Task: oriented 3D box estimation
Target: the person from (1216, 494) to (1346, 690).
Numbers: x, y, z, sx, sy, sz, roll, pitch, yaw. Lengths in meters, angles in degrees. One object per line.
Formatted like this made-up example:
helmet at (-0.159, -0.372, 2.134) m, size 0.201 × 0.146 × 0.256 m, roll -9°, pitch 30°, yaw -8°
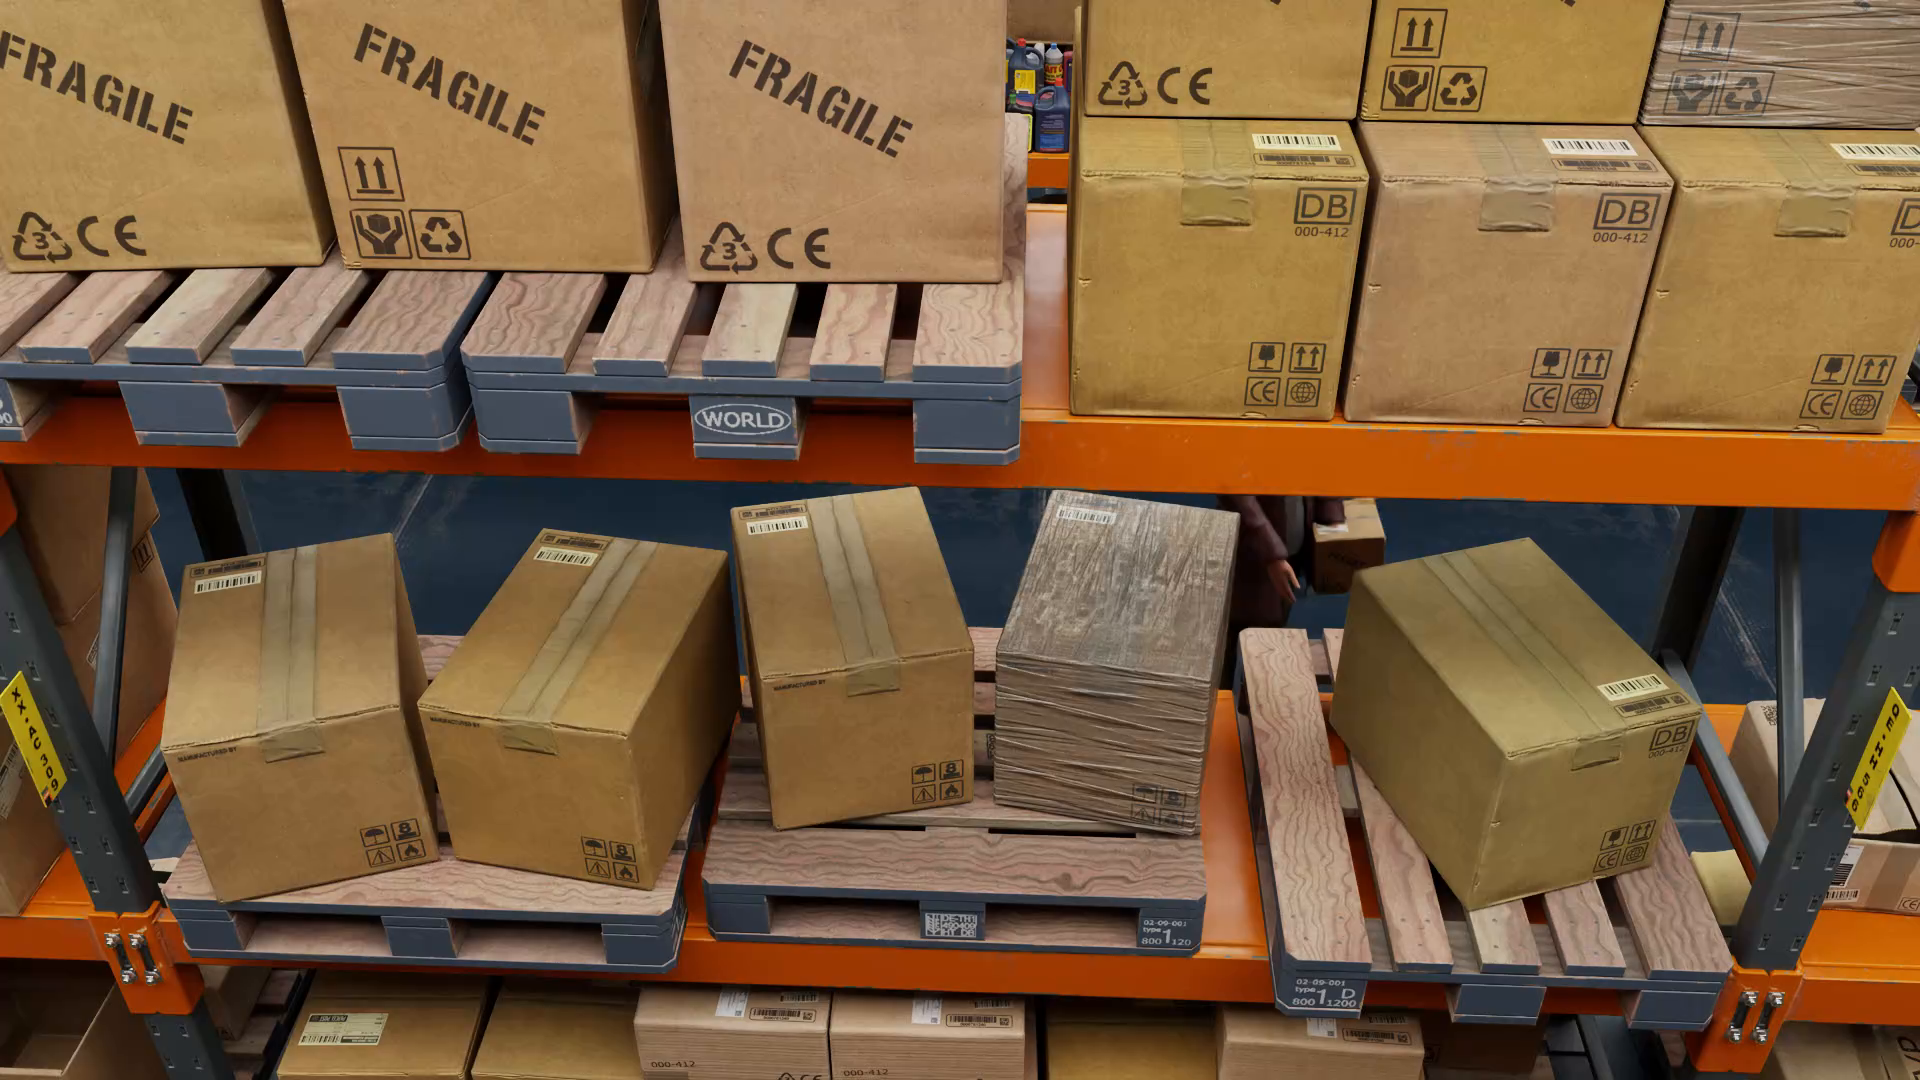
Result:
person at (1.187, 0.030, 6.102) m, size 0.576 × 1.780 × 0.564 m, roll -28°, pitch 44°, yaw -33°
